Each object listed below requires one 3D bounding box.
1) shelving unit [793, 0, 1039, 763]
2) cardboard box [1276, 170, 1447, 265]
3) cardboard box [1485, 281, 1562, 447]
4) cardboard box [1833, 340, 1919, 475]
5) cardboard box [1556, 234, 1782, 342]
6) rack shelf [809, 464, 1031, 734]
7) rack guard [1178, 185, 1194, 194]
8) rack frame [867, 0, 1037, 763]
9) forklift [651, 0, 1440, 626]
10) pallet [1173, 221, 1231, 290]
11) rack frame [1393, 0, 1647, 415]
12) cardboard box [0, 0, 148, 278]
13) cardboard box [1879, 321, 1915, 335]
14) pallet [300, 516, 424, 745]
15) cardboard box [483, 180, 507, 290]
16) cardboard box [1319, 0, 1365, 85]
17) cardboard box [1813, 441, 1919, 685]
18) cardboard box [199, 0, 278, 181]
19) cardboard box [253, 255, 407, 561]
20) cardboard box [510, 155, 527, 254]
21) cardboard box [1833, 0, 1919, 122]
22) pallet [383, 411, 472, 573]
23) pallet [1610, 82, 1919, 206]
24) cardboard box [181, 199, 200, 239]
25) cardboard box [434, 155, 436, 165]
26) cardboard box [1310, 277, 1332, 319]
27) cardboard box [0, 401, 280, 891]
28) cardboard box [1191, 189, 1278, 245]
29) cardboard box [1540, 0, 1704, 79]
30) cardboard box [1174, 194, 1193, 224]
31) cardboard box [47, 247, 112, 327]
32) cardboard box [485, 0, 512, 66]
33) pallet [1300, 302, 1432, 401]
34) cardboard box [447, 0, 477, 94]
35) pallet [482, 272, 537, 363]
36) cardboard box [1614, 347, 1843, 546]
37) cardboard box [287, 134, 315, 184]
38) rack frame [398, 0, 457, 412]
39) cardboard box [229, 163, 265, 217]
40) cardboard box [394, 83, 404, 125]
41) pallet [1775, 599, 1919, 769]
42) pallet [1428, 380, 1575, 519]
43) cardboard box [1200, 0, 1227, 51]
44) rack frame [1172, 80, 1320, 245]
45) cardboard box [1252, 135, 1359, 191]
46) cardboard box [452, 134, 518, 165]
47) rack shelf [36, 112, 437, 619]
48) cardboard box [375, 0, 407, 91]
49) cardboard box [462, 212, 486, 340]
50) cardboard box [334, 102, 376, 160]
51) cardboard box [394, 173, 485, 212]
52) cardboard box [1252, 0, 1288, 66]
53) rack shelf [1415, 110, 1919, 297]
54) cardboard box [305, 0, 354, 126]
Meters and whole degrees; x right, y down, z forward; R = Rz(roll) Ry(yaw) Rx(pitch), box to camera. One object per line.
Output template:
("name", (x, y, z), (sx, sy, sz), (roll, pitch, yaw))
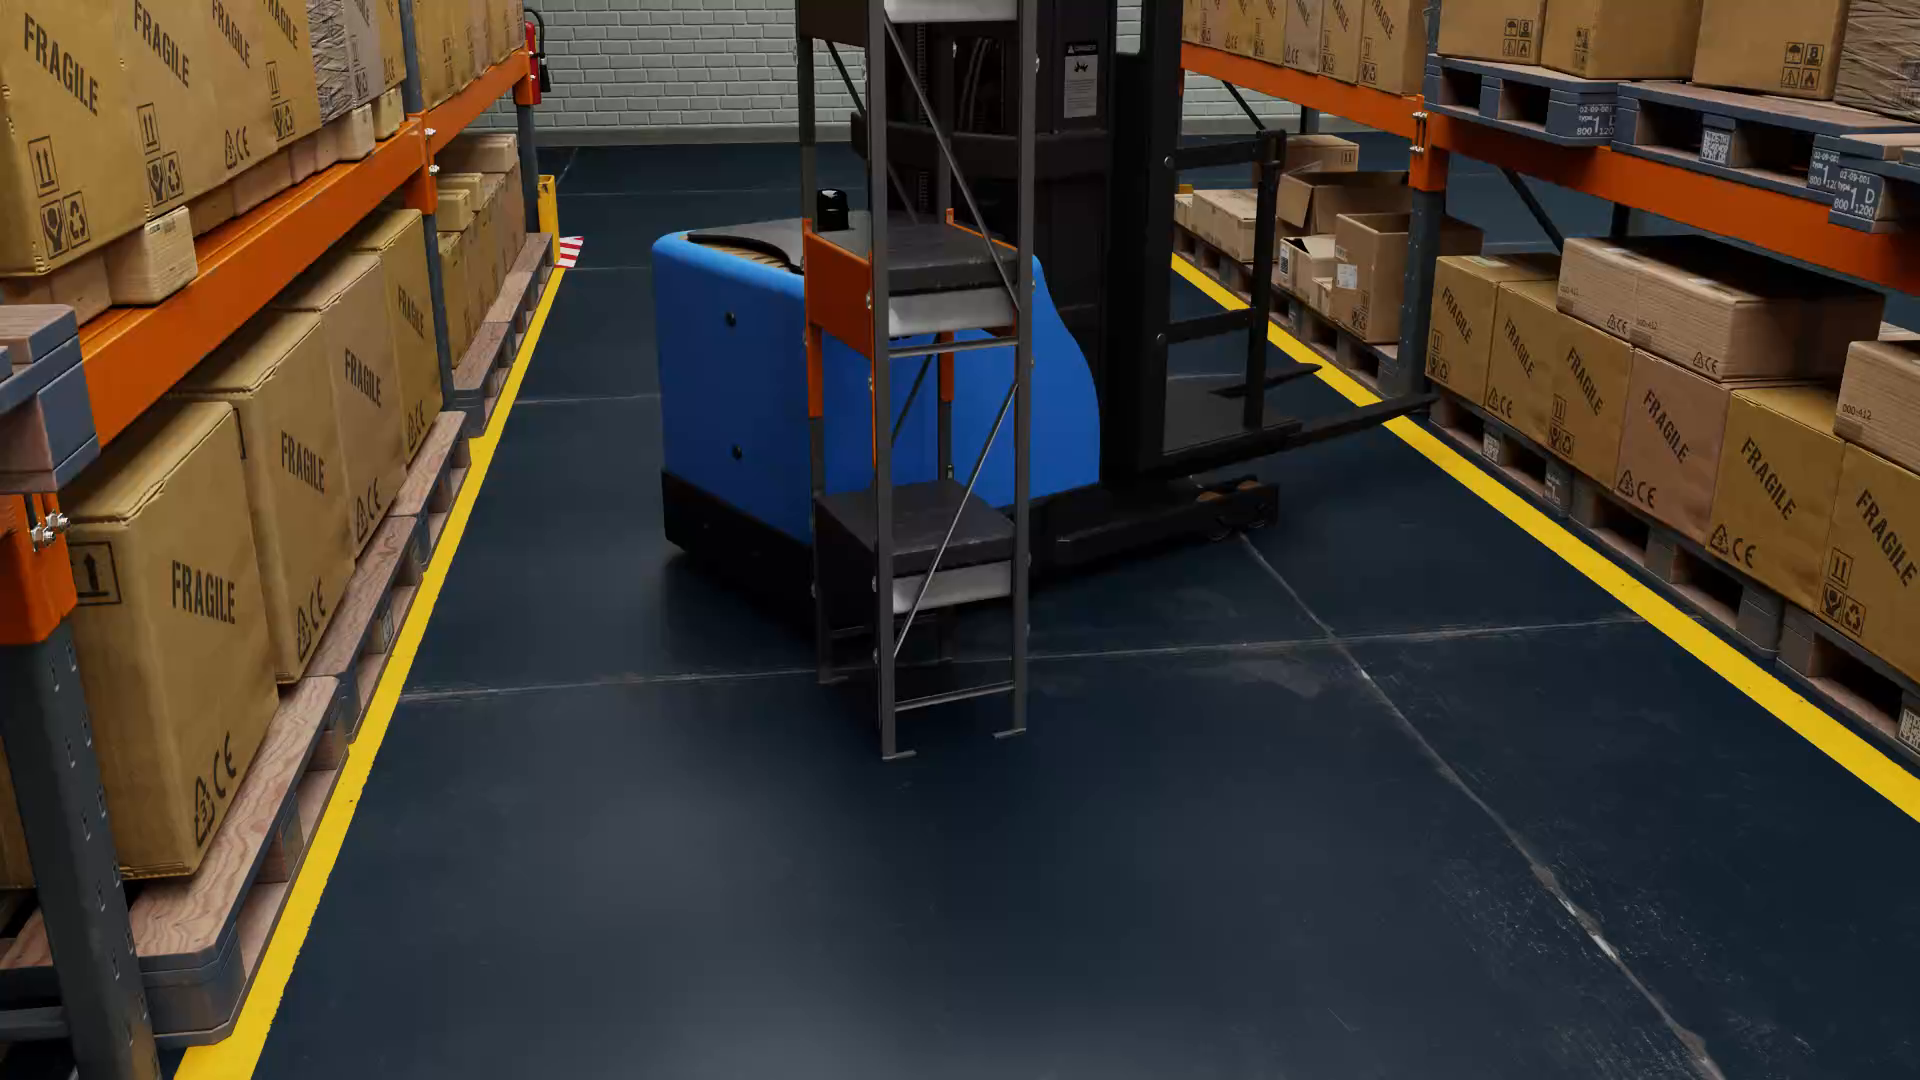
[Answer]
("shelving unit", (-0.112, -0.528, 4.130), (0.431, 2.100, 0.503), (-9, 22, -22))
("cardboard box", (2.116, -1.678, 8.861), (0.797, 0.503, 0.637), (-3, 21, -8))
("cardboard box", (2.308, -0.663, 6.147), (0.500, 0.500, 0.500), (-3, 21, -7))
("cardboard box", (2.589, -0.324, 4.169), (0.500, 0.250, 0.500), (-2, 21, -6))
("cardboard box", (2.365, -0.852, 5.581), (0.500, 0.250, 0.500), (-3, 21, -8))
("rack shelf", (-0.112, 0.140, 4.379), (0.431, 0.518, 0.480), (-9, 22, -22))
("rack guard", (1.826, -2.179, 10.836), (1.175, 0.500, 0.348), (-3, 21, -8))
("rack frame", (-0.014, -0.450, 3.920), (0.400, 2.100, 0.015), (-9, 22, -22))
("forklift", (0.498, -1.505, 5.556), (3.031, 2.935, 1.130), (-15, 25, -34))
("pallet", (1.942, -1.767, 10.147), (1.003, 0.211, 1.213), (-3, 21, -8))
("rack frame", (2.392, -1.991, 6.761), (1.000, 3.000, 0.127), (-3, 21, -8))
("cardboard box", (-1.750, -0.732, 2.792), (0.500, 0.500, 0.500), (-2, 21, -6))
("cardboard box", (2.881, -0.525, 5.778), (0.500, 0.500, 0.500), (-3, 21, -7))
("pallet", (-2.145, 0.253, 4.738), (1.003, 0.211, 1.213), (-3, 21, -8))
("cardboard box", (-2.741, -1.566, 8.595), (0.700, 0.500, 0.500), (-4, 21, -10))
("cardboard box", (1.990, -2.377, 7.650), (0.500, 0.500, 0.500), (-2, 21, -6))
("cardboard box", (2.601, 0.047, 4.248), (0.500, 0.500, 0.500), (-2, 21, -6))
("cardboard box", (-1.886, -1.086, 3.739), (0.500, 0.500, 0.500), (-3, 21, -8))
("cardboard box", (-2.156, -0.404, 4.982), (0.750, 0.750, 0.750), (-2, 21, -6))
("cardboard box", (-2.886, -1.914, 9.525), (0.700, 0.500, 0.500), (-3, 21, -8))
("cardboard box", (2.823, -1.389, 4.404), (0.700, 0.500, 0.500), (1, 20, 2))
("pallet", (-2.324, -0.171, 5.871), (1.003, 0.211, 1.213), (-3, 21, -8))
("pallet", (2.684, -1.190, 4.888), (1.003, 0.211, 1.213), (-3, 21, -8))
("cardboard box", (-1.938, -0.727, 3.706), (0.380, 0.149, 0.250), (-2, 21, -7))
("cardboard box", (-3.028, -2.075, 9.031), (0.380, 0.149, 0.250), (-3, 21, -8))
("cardboard box", (1.916, -1.172, 8.012), (0.380, 0.149, 0.250), (-3, 21, -8))
("cardboard box", (-1.909, 0.194, 3.382), (0.750, 0.750, 0.750), (-3, 21, -8))
("cardboard box", (1.685, -1.919, 9.867), (0.500, 0.250, 0.500), (-3, 21, -8))
("cardboard box", (2.401, -1.825, 5.571), (0.700, 0.500, 0.500), (0, 20, 1))
("cardboard box", (1.536, -2.085, 10.456), (0.380, 0.149, 0.250), (-3, 21, -8))
("cardboard box", (-1.779, -0.460, 2.992), (0.380, 0.149, 0.250), (-3, 21, -7))
("cardboard box", (-2.887, -2.838, 8.599), (0.980, 0.700, 0.700), (-3, 21, -8))
("pallet", (2.294, -0.923, 7.885), (1.003, 0.211, 1.213), (-3, 21, -8))
("cardboard box", (-2.671, -2.322, 7.218), (0.980, 0.700, 0.700), (-3, 21, -9))
("pallet", (-2.721, -1.124, 8.425), (1.003, 0.211, 1.213), (-3, 21, -8))
("cardboard box", (2.445, -0.314, 5.214), (0.500, 0.500, 0.500), (-4, 21, -10))
("cardboard box", (-2.041, -1.087, 4.670), (0.380, 0.149, 0.250), (-3, 21, -9))
("rack frame", (-2.509, -1.740, 6.088), (1.000, 3.000, 0.127), (-3, 21, -8))
("cardboard box", (-1.983, -0.903, 4.178), (0.380, 0.149, 0.250), (-3, 21, -7))
("cardboard box", (-2.181, -1.529, 5.854), (0.380, 0.149, 0.250), (-3, 21, -7))
("pallet", (2.898, 0.440, 4.238), (1.003, 0.211, 1.213), (-3, 21, -8))
("pallet", (2.547, -0.405, 6.500), (1.003, 0.211, 1.213), (-3, 21, -8))
("cardboard box", (1.698, -3.078, 9.527), (0.500, 0.500, 0.500), (-3, 21, -8))
("rack frame", (1.815, -3.376, 10.469), (1.000, 3.000, 0.127), (-3, 21, -8))
("cardboard box", (2.137, -2.236, 10.358), (0.500, 0.500, 0.500), (-3, 21, -8))
("cardboard box", (-2.687, -2.182, 9.317), (0.380, 0.149, 0.250), (-3, 21, -8))
("rack shelf", (-2.221, -0.711, 4.360), (1.077, 0.370, 4.000), (-3, 21, -8))
("cardboard box", (-2.194, -1.789, 5.621), (0.500, 0.500, 0.500), (-3, 21, -9))
("cardboard box", (-2.585, -1.204, 7.625), (0.700, 0.500, 0.500), (-3, 21, -8))
("cardboard box", (-2.032, -1.262, 5.140), (0.380, 0.149, 0.250), (-3, 21, -8))
("cardboard box", (-2.460, -1.642, 7.872), (0.380, 0.149, 0.250), (-4, 21, -9))
("cardboard box", (1.838, -2.731, 8.597), (0.500, 0.500, 0.500), (-3, 21, -7))
("rack shelf", (2.680, -0.962, 5.032), (1.077, 0.370, 4.000), (-3, 21, -8))
("cardboard box", (-2.046, -1.438, 4.683), (0.500, 0.500, 0.500), (-3, 21, -8))
